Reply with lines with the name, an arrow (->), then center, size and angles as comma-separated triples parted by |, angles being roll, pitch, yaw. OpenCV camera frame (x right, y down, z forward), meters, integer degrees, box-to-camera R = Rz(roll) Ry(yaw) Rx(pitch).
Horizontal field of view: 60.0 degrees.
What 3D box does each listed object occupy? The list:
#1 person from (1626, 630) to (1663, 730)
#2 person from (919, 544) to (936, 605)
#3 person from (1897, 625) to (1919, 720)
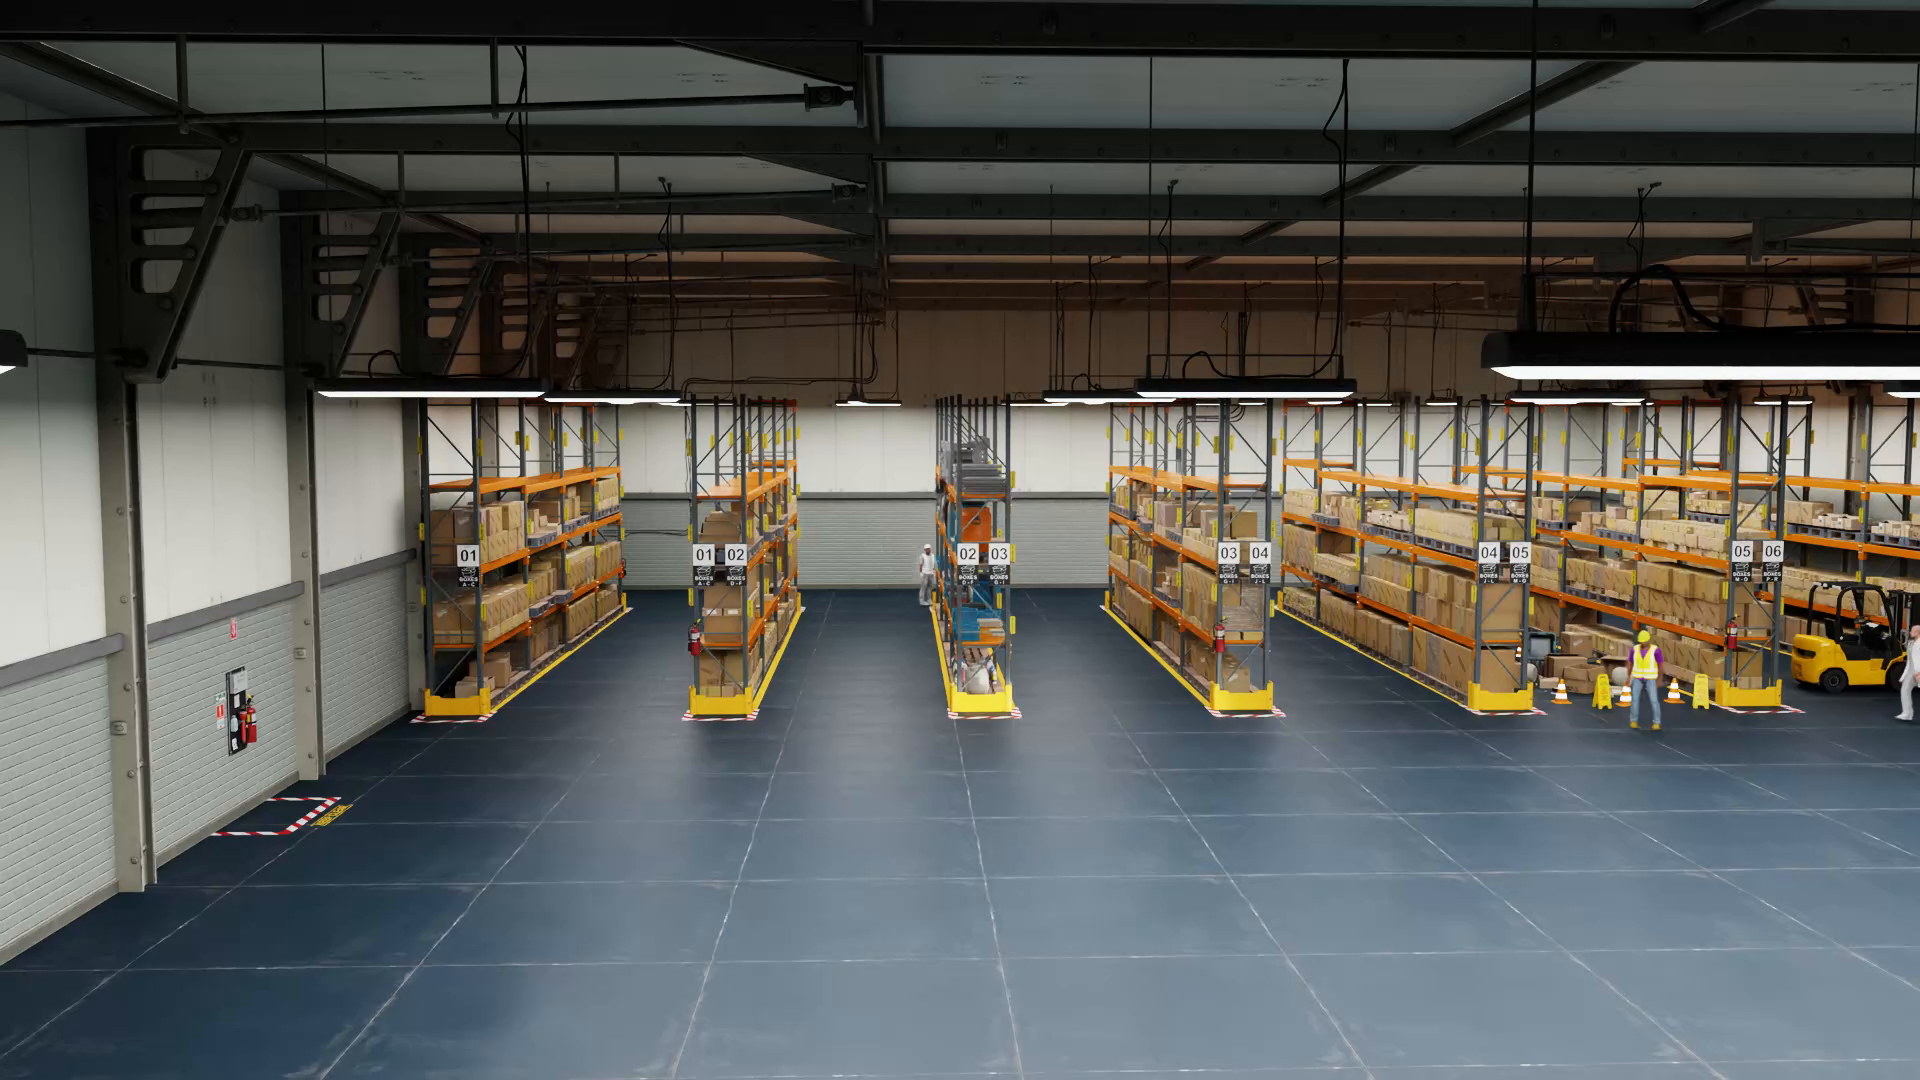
person -> 12.258, 2.493, 29.797 | 0.618, 1.764, 0.411 | 3, 5, 35
person -> -0.945, 1.009, 48.495 | 0.392, 1.792, 0.642 | 4, 6, 41
person -> 17.665, 2.546, 30.581 | 0.985, 1.534, 0.531 | -2, 5, -24
